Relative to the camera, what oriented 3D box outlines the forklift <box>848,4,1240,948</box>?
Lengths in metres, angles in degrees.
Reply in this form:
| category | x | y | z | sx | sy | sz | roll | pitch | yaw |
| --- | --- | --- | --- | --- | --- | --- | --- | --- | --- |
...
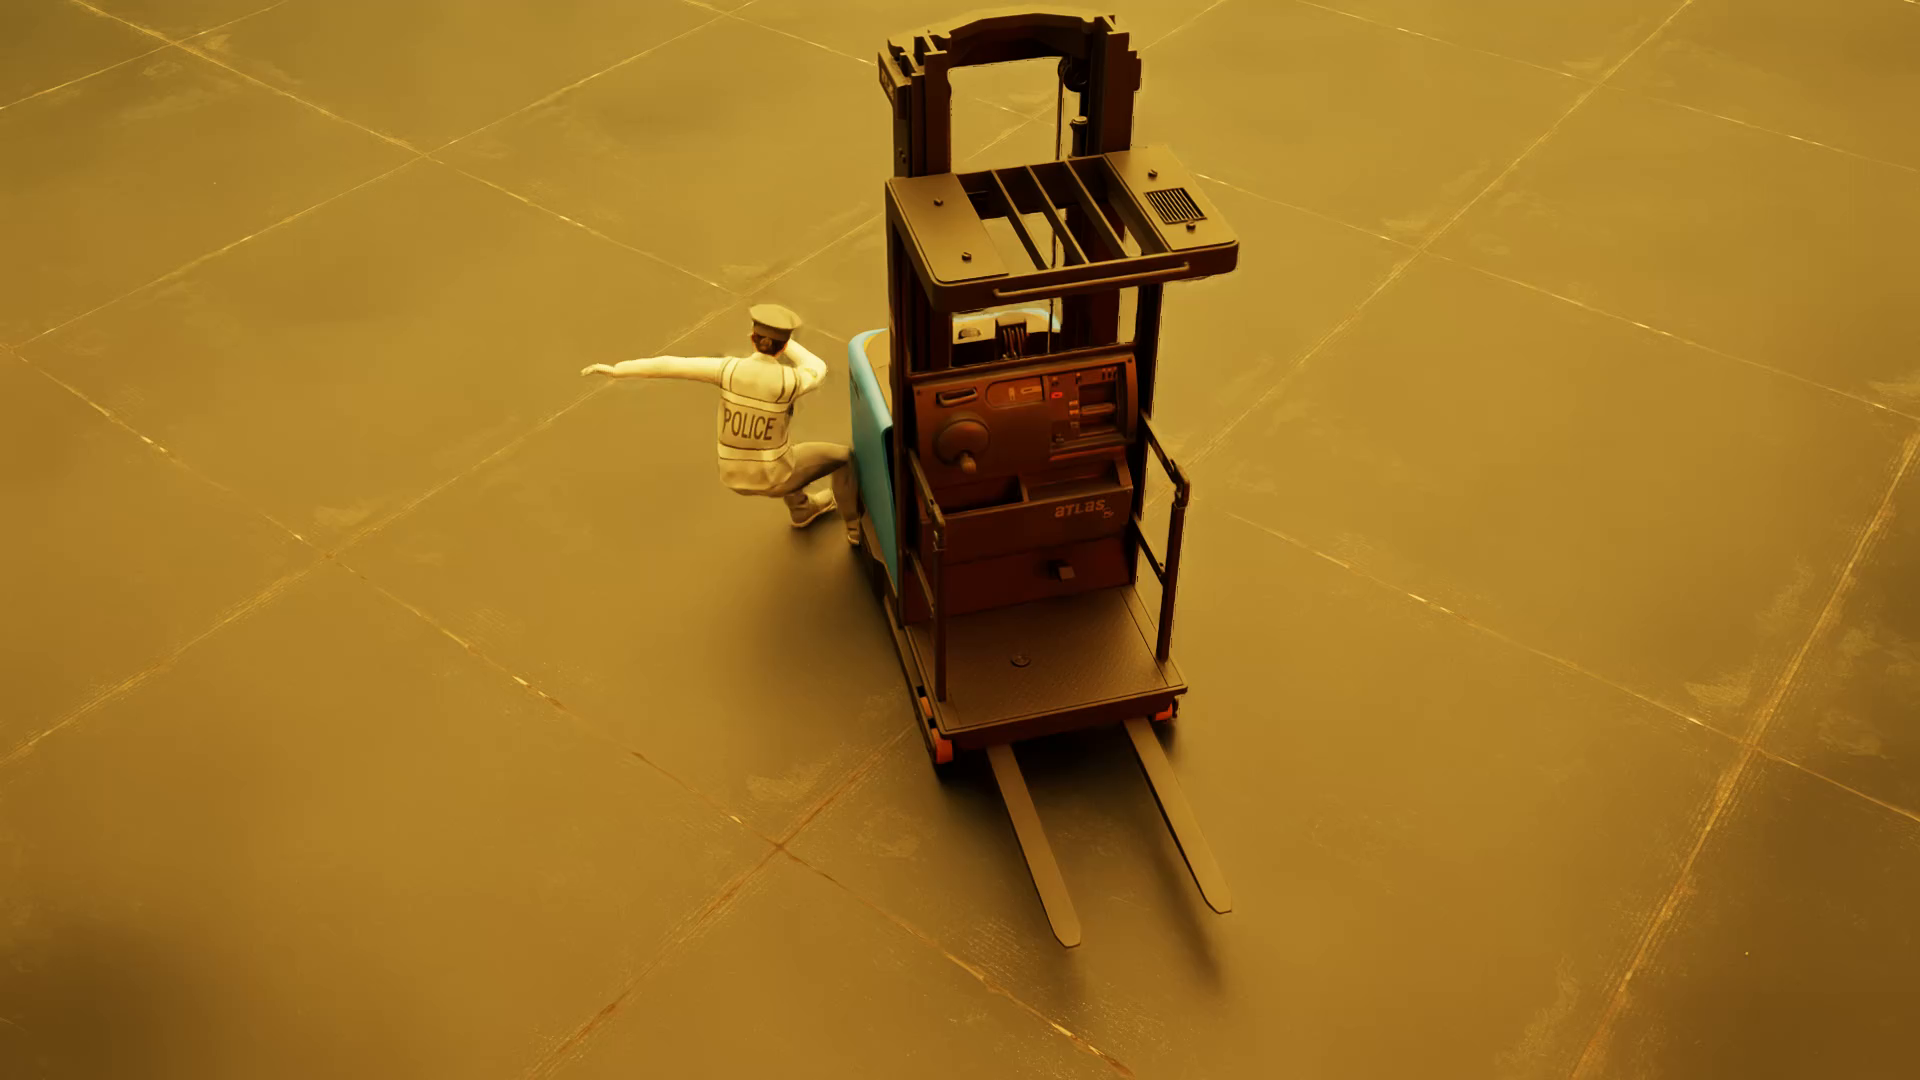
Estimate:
| category | x | y | z | sx | sy | sz | roll | pitch | yaw |
| --- | --- | --- | --- | --- | --- | --- | --- | --- | --- |
| forklift | 0.328 | -0.429 | 6.577 | 1.130 | 2.935 | 3.031 | -10 | 41 | -11 |

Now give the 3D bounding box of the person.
| category | x | y | z | sx | sy | sz | roll | pitch | yaw |
| --- | --- | --- | --- | --- | --- | --- | --- | --- | --- |
| person | -1.021 | -0.504 | 7.912 | 1.308 | 1.367 | 0.686 | 8 | 41 | 9 |
